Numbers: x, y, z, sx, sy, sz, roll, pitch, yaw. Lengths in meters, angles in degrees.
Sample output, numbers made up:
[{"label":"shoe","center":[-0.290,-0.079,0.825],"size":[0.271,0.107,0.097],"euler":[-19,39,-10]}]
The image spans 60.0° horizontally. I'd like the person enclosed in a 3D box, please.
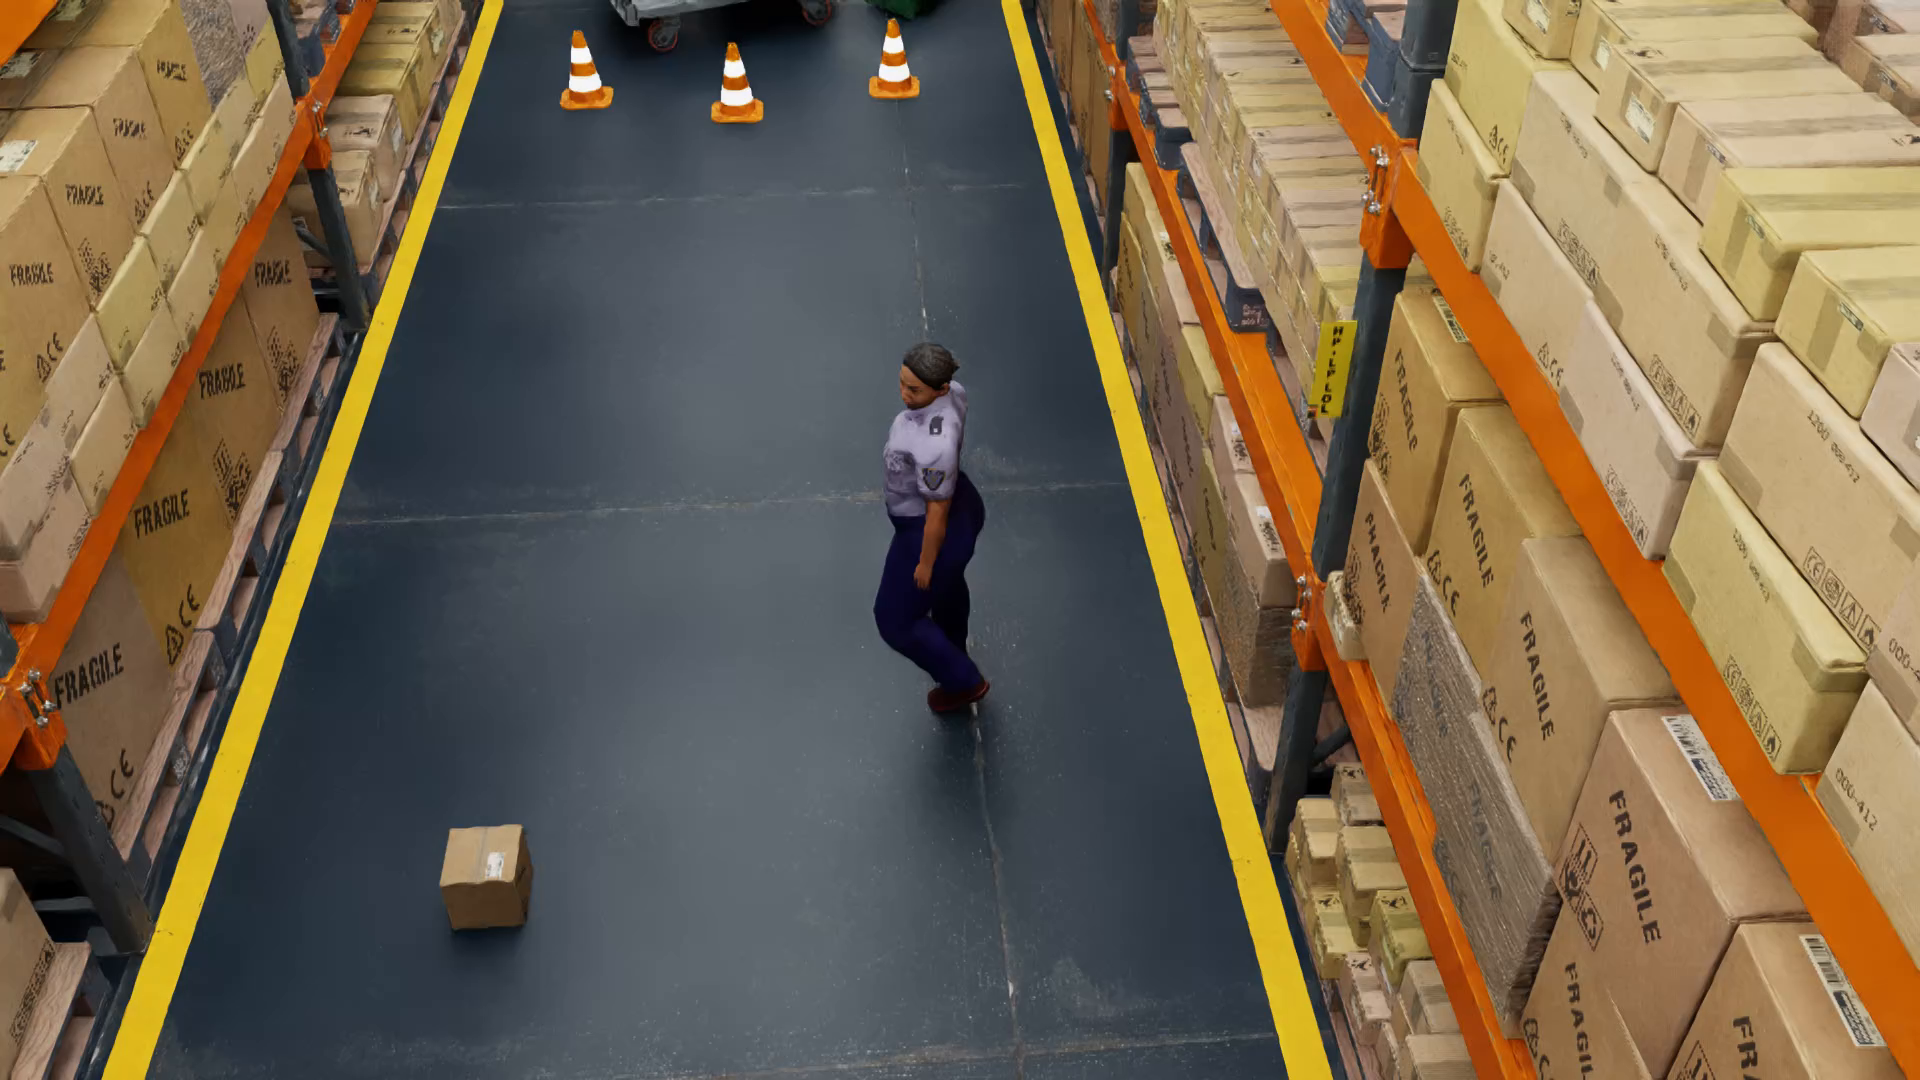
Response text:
[{"label":"person","center":[-0.071,-0.049,6.207],"size":[0.433,1.649,0.529],"euler":[7,40,8]}]
